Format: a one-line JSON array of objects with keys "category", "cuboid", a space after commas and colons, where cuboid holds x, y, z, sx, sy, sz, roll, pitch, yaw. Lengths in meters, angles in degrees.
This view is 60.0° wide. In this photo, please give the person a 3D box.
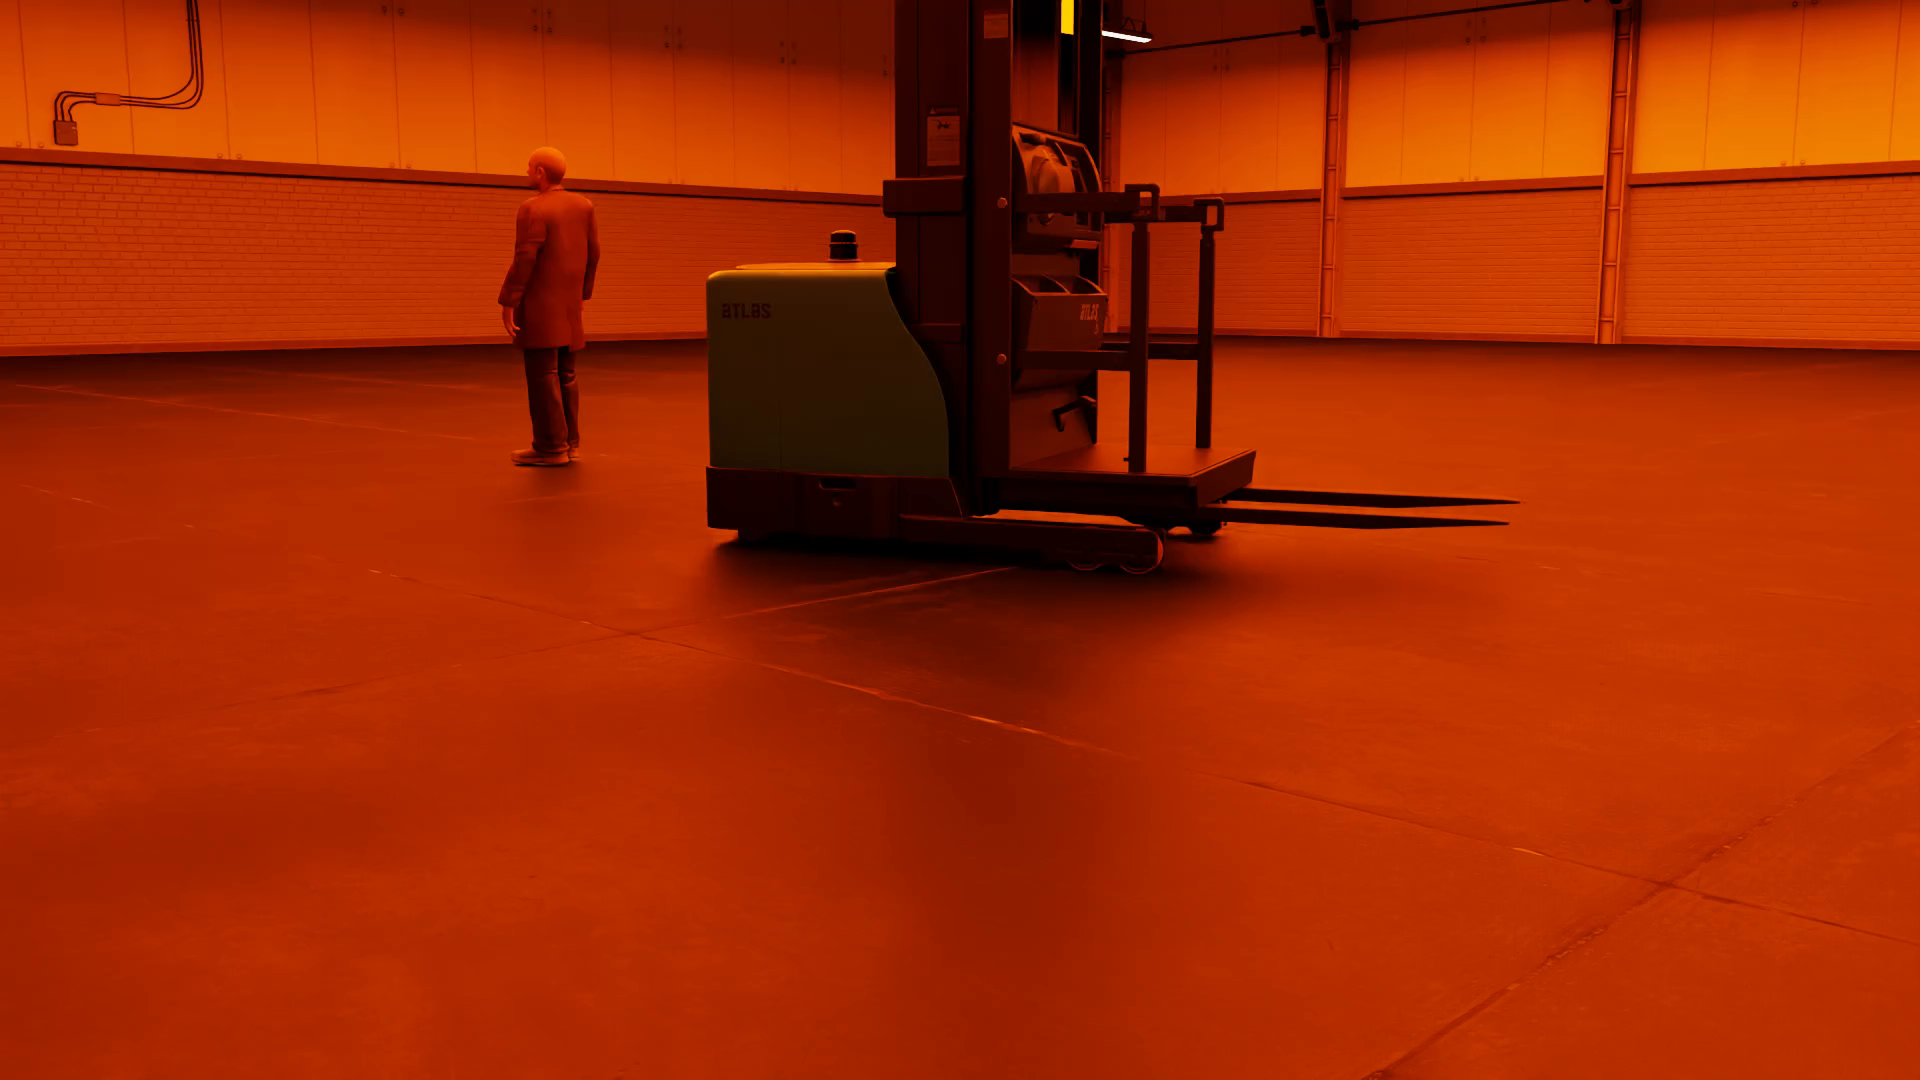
[{"category": "person", "cuboid": [-2.418, -1.324, 9.492, 0.579, 1.777, 0.696, 5, 10, 29]}]

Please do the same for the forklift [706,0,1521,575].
[{"category": "forklift", "cuboid": [0.565, -1.416, 6.275, 3.031, 2.935, 1.130, 3, 9, 22]}]
